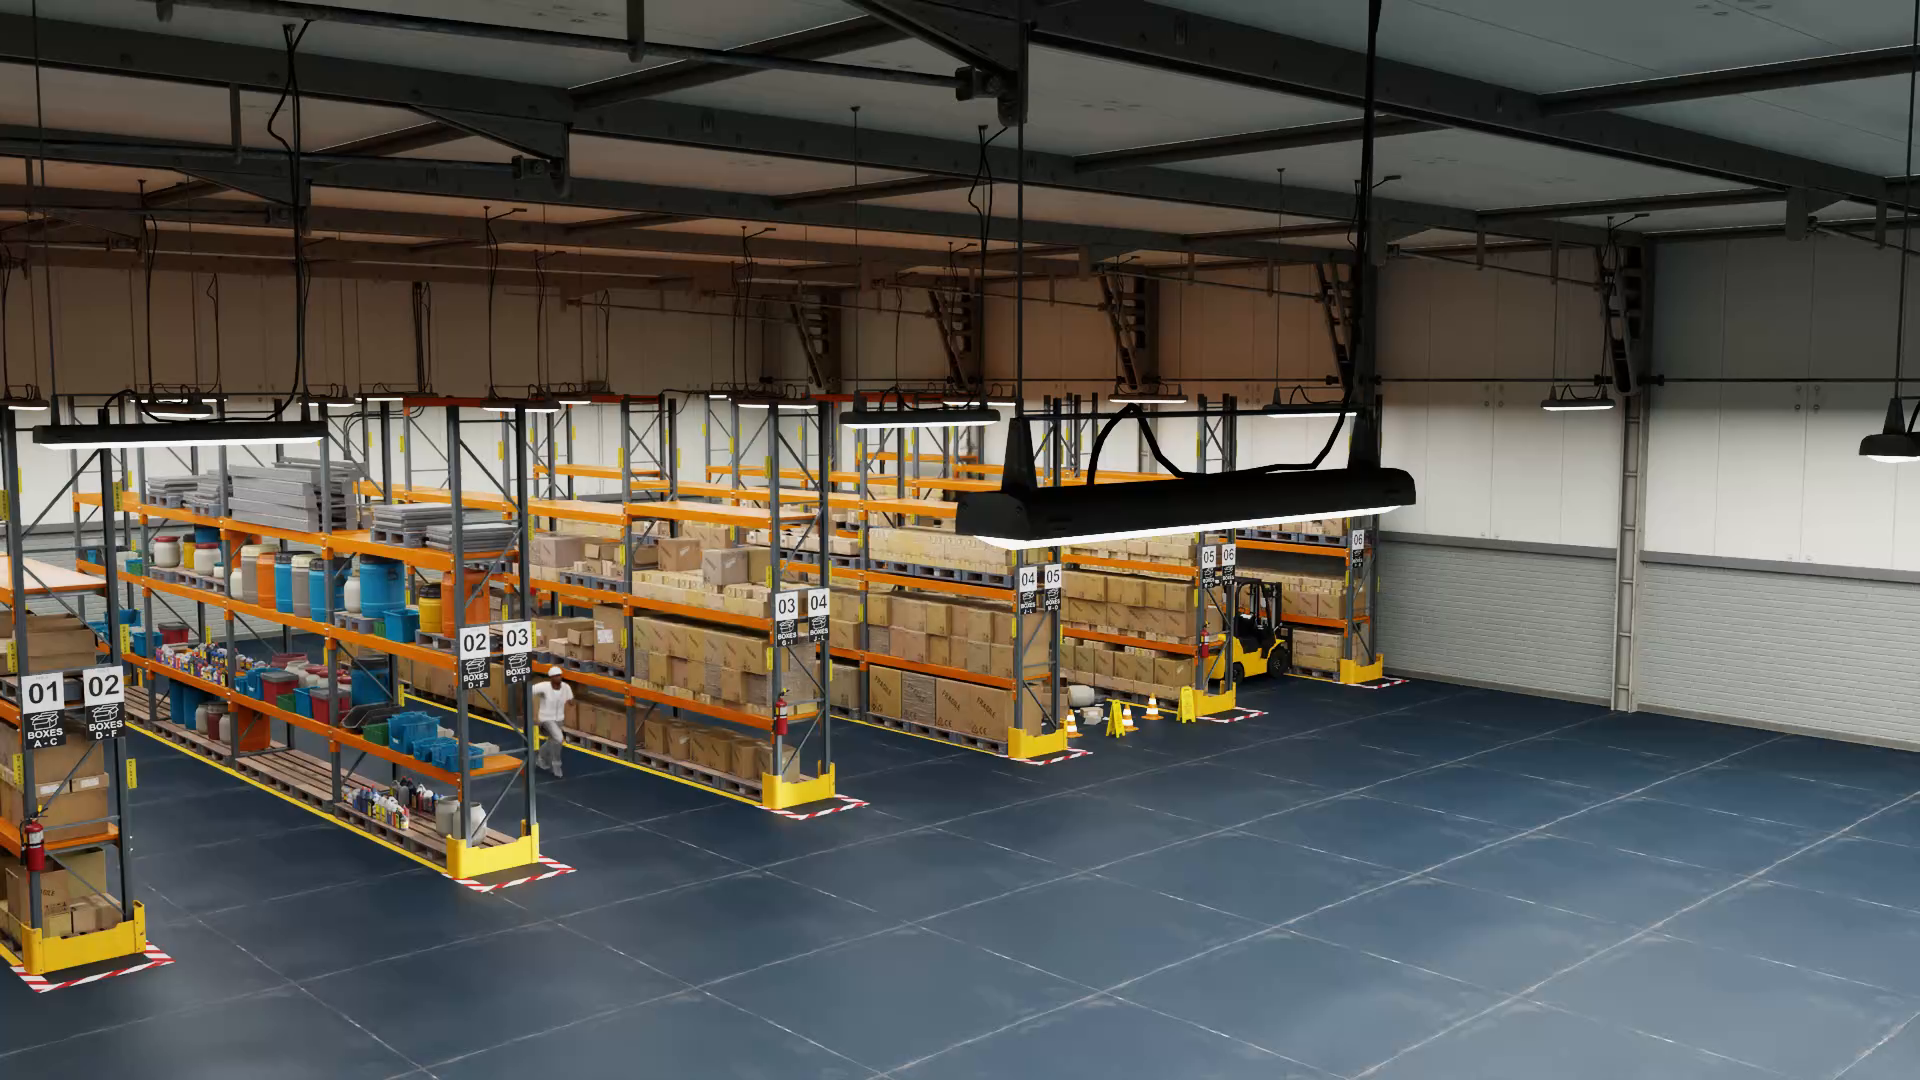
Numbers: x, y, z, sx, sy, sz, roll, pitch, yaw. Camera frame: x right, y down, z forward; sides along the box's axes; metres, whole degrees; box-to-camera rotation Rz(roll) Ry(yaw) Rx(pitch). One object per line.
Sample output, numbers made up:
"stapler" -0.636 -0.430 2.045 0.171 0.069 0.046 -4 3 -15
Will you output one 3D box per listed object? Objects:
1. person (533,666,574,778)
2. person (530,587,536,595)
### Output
"person" -6.529 2.896 26.573 0.835 1.785 0.729 5 7 41
"person" -10.447 1.588 40.830 0.750 1.720 0.813 -3 6 -32
